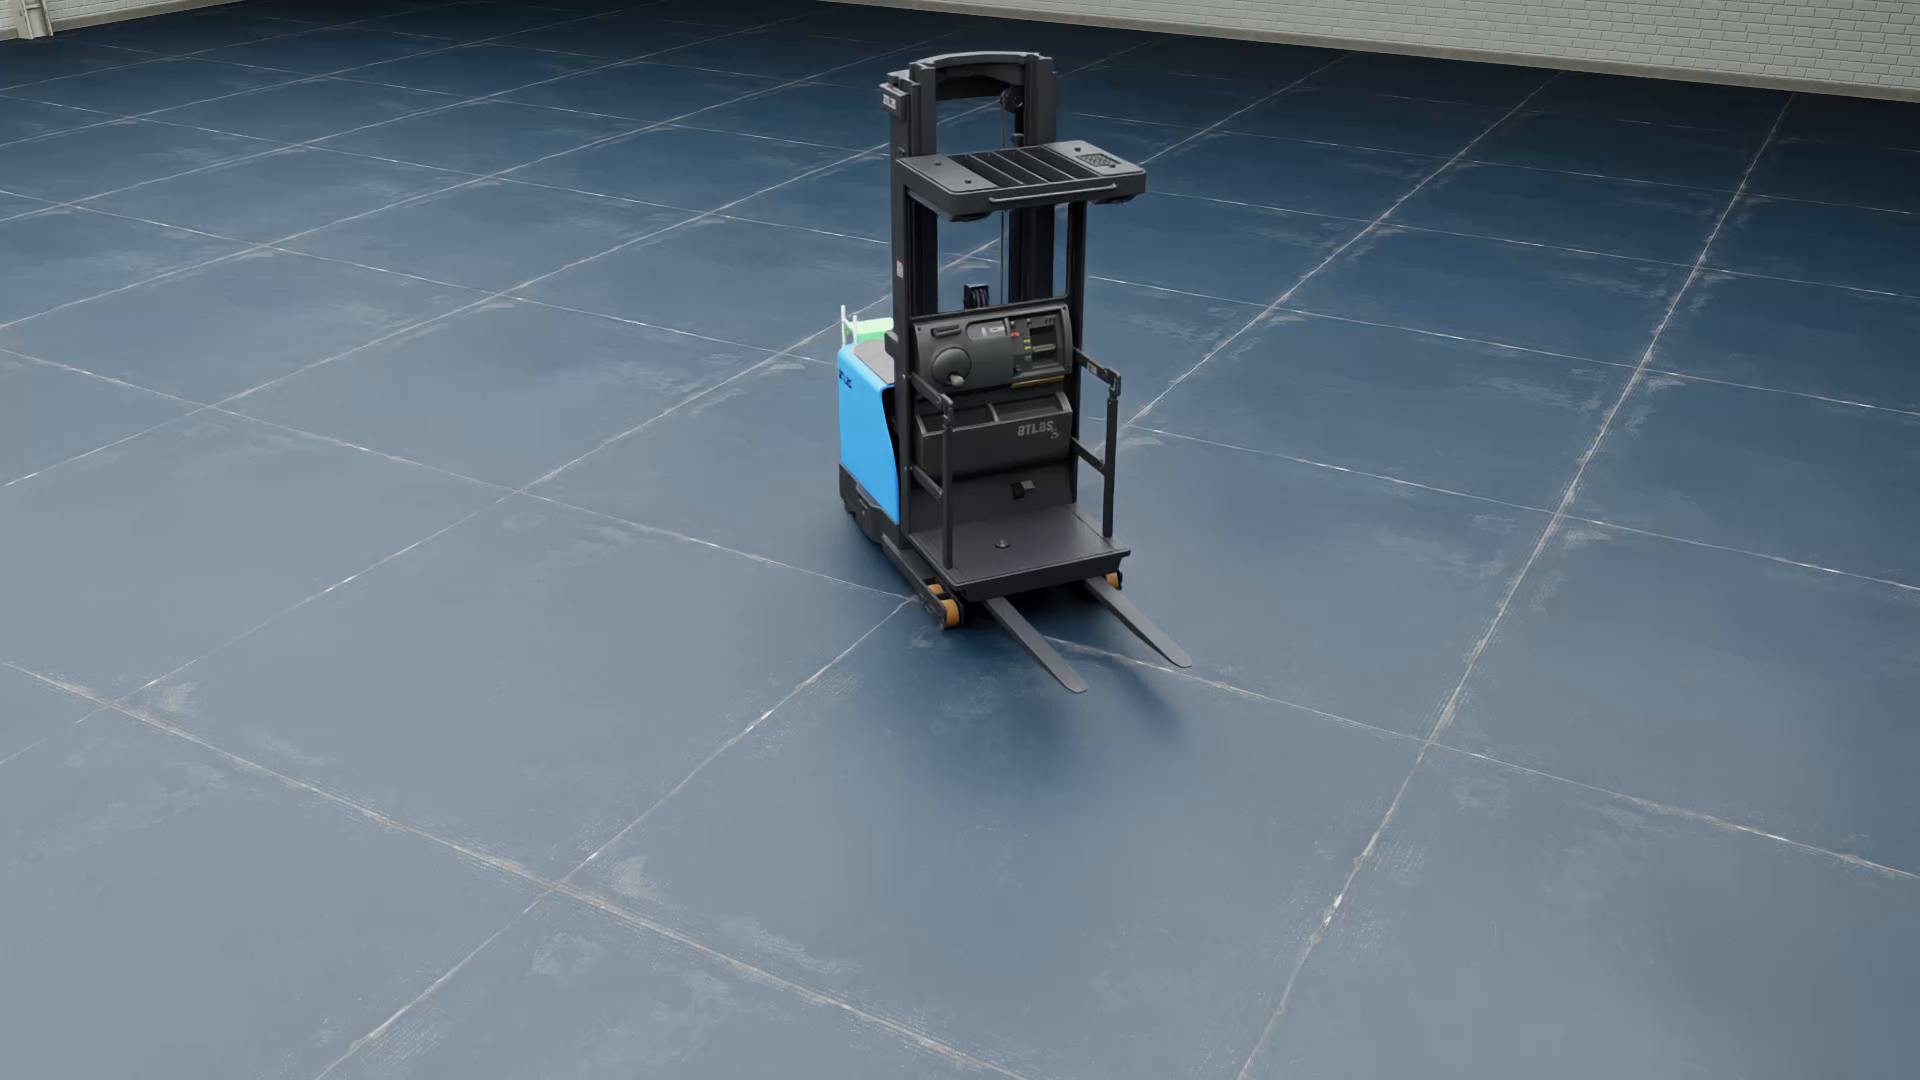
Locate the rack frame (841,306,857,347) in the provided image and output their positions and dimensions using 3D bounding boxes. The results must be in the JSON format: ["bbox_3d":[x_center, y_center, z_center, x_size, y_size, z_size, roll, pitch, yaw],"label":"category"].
[{"bbox_3d":[-0.691,-0.895,10.689,0.015,1.200,0.240,-11,27,-21],"label":"rack frame"}]

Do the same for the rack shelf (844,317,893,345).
[{"bbox_3d":[-0.471,-1.315,10.598,0.480,0.148,0.258,-11,27,-21],"label":"rack shelf"}]

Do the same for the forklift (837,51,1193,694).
[{"bbox_3d":[0.279,-1.035,9.042,1.130,2.935,3.031,-11,29,-21],"label":"forklift"}]

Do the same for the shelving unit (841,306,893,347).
[{"bbox_3d":[-0.467,-0.938,10.774,0.503,1.200,0.258,-11,27,-21],"label":"shelving unit"}]

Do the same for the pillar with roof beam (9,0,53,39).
[{"bbox_3d":[-10.672,-10.935,22.042,9.100,9.000,0.400,14,30,26],"label":"pillar with roof beam"}]
